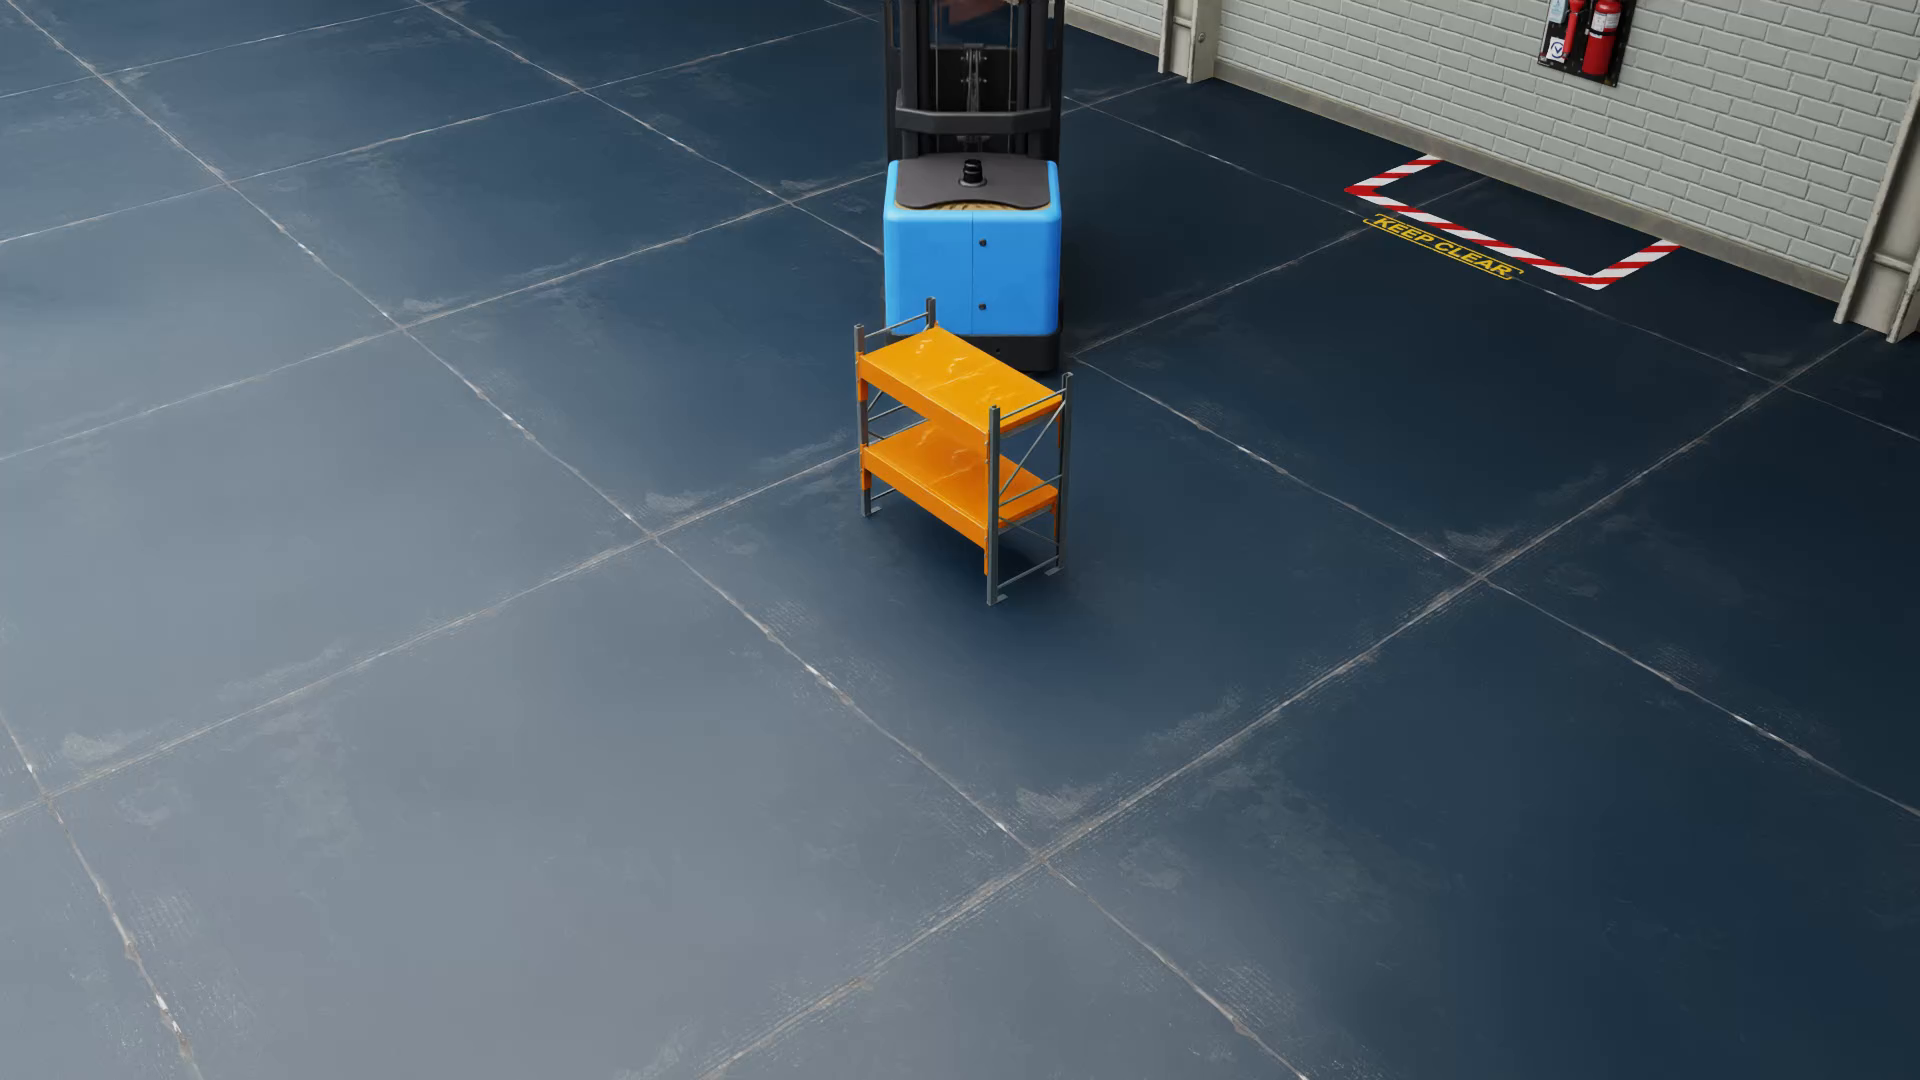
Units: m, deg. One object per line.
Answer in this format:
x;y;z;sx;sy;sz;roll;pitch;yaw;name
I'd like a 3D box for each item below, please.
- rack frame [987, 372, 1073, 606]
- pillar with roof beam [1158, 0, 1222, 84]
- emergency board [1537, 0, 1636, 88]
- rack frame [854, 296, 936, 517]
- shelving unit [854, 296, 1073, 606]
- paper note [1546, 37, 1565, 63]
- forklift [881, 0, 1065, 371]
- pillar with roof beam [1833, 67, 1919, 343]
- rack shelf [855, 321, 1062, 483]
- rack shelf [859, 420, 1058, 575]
0.332;-0.232;8.005;0.500;1.125;0.032;-26;43;-32;rack frame
-1.336;-6.086;9.458;9.100;9.000;0.400;-26;43;-32;pillar with roof beam
4.259;-3.699;11.279;0.194;1.169;0.643;-26;43;-32;emergency board
-0.324;-0.680;8.639;0.500;1.125;0.032;-26;43;-32;rack frame
0.004;-0.456;8.322;0.538;1.125;1.048;-26;43;-32;shelving unit
4.197;-3.444;11.681;0.016;0.148;0.142;-26;43;-32;paper note
0.085;-3.024;10.385;1.130;2.935;3.031;0;35;0;forklift
2.536;-3.437;5.718;9.100;9.000;0.400;-26;43;-32;pillar with roof beam
0.004;-0.695;8.153;0.538;0.278;1.000;-26;43;-32;rack shelf
0.004;-0.257;8.463;0.538;0.278;1.000;-26;43;-32;rack shelf
